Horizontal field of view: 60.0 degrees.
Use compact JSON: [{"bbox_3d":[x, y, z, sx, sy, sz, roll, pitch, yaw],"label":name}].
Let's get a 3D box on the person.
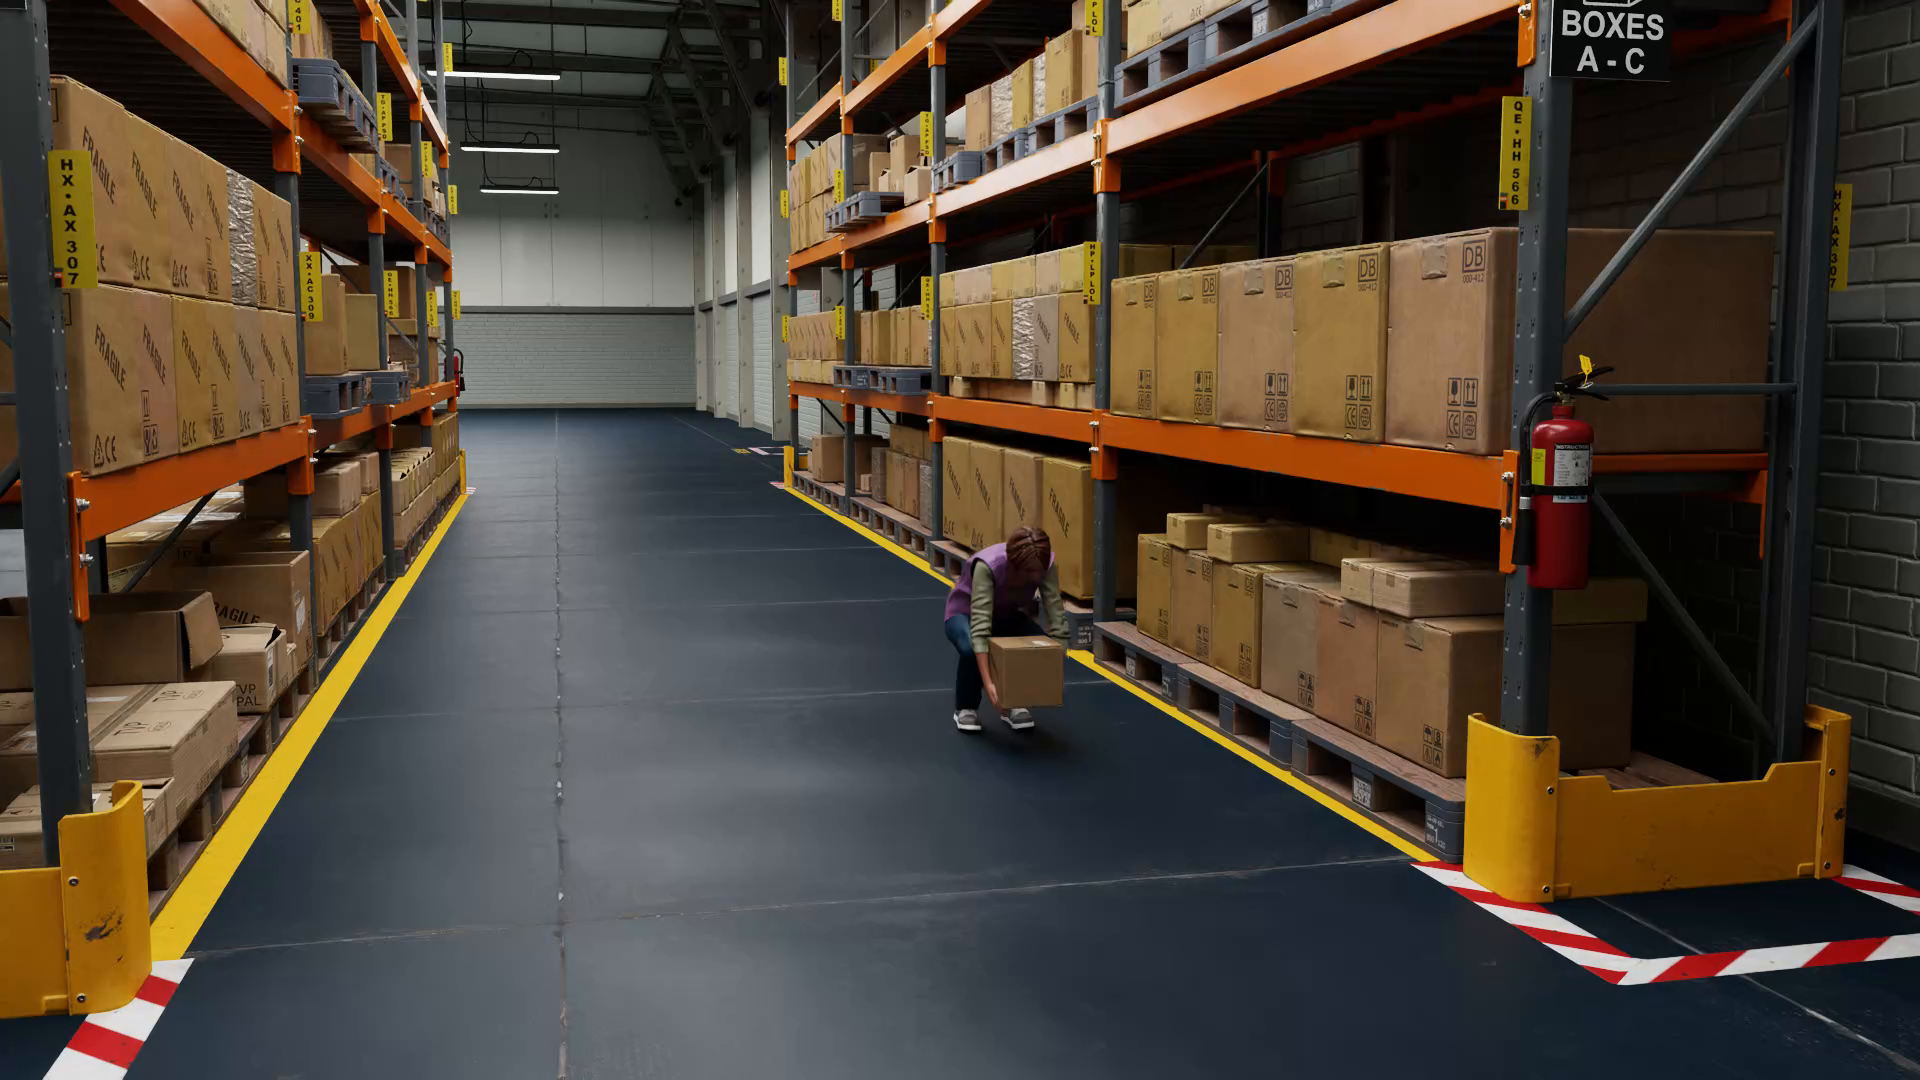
[{"bbox_3d":[0.193,0.390,7.117,0.457,0.883,0.803,-2,7,-14],"label":"person"}]
